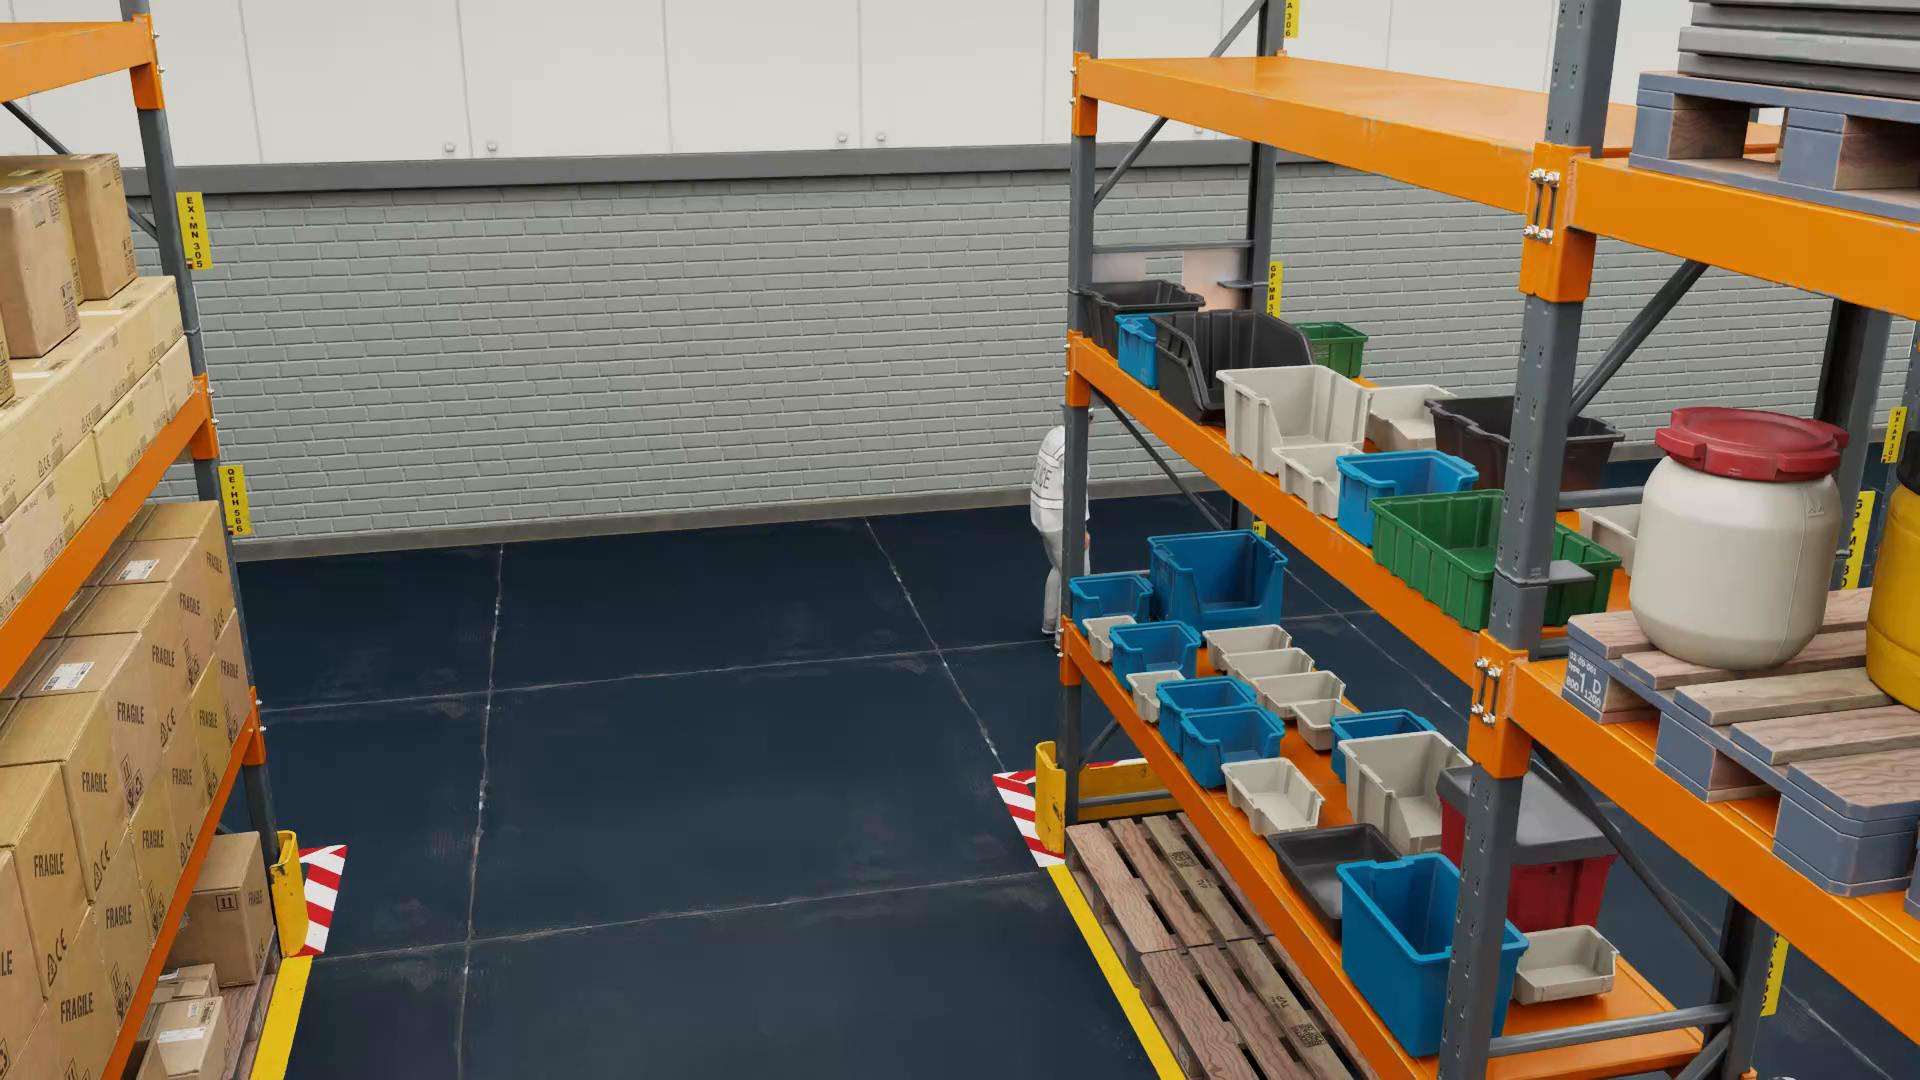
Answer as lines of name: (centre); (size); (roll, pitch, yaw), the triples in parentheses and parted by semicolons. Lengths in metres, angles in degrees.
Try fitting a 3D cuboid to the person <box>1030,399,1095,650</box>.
person: (0.718, -0.127, 11.416); (0.440, 1.747, 0.585); (-5, 20, -14)
